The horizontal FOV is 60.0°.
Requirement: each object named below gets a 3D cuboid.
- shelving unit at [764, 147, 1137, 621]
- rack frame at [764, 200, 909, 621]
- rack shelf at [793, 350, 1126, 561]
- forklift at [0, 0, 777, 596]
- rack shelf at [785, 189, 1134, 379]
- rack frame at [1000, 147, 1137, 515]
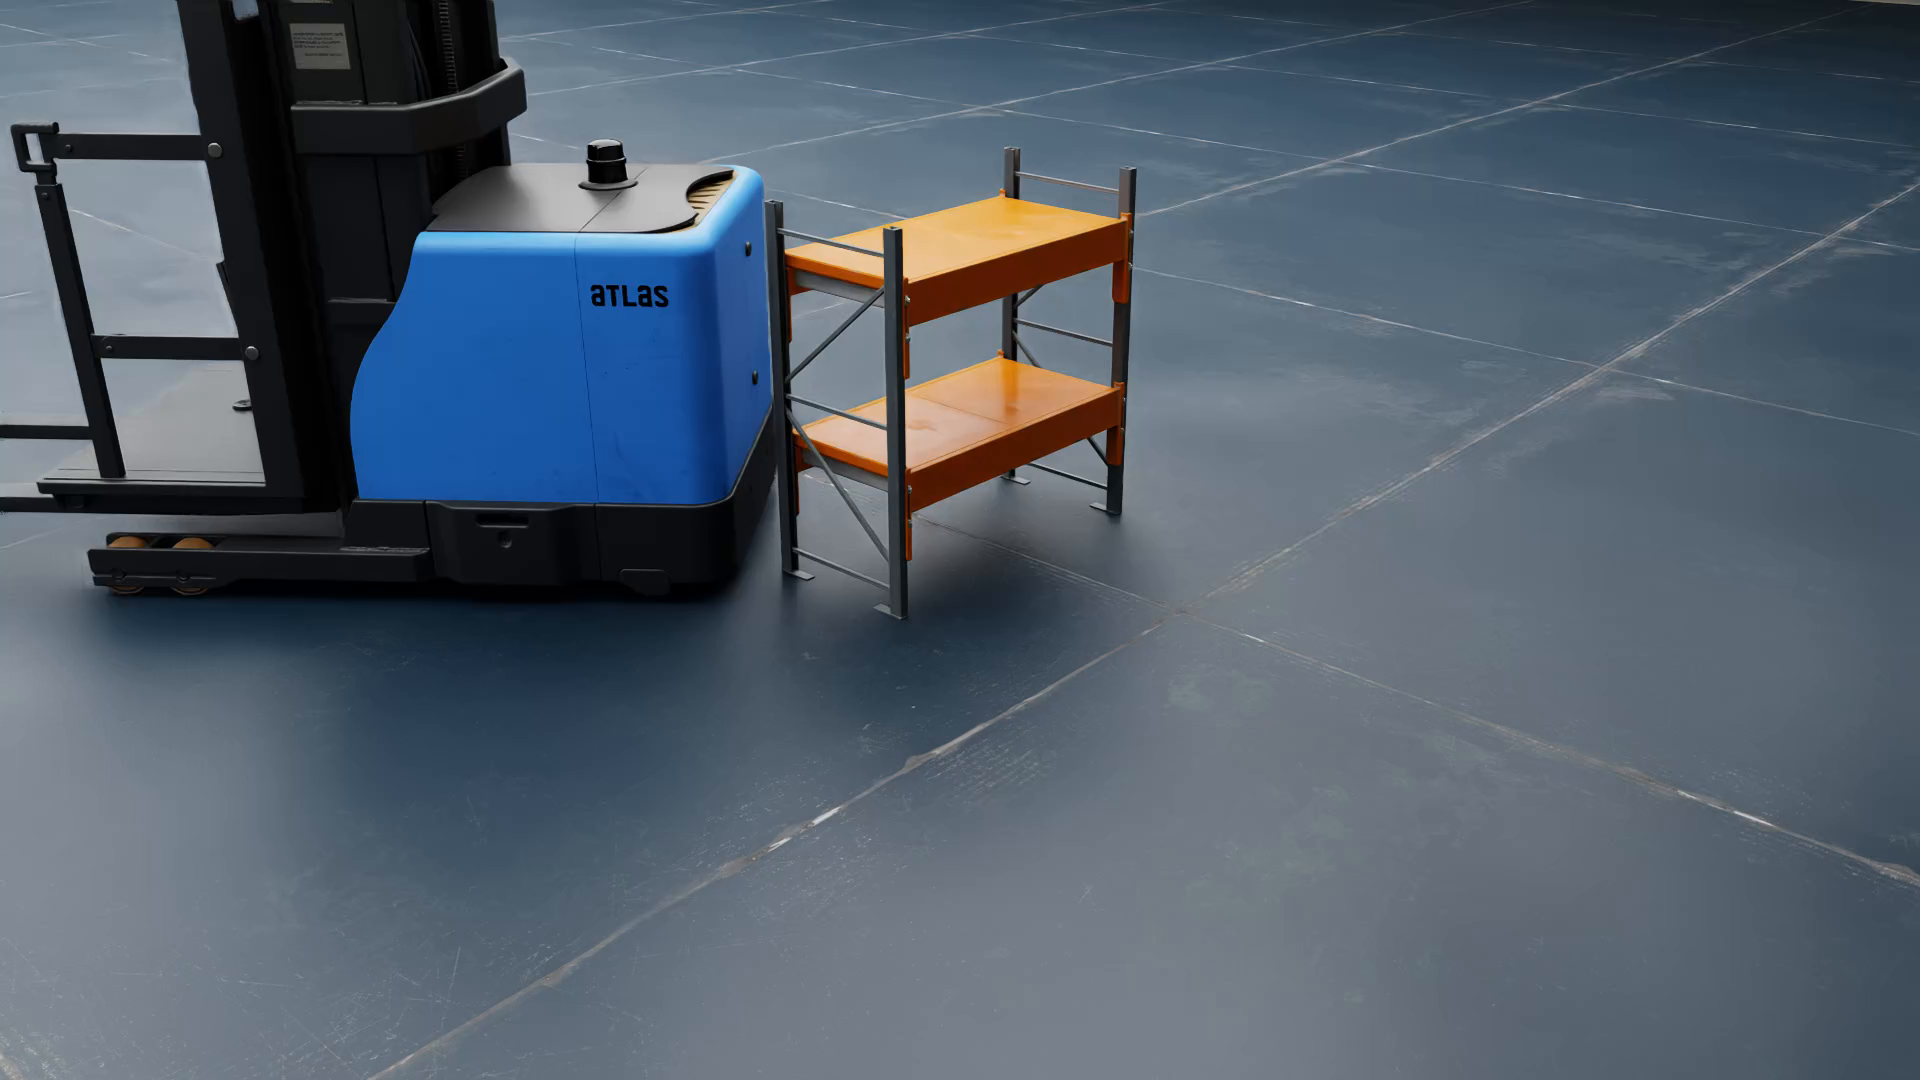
[{"bbox_3d":[-0.005,-0.511,5.015,0.538,1.125,1.048,20,31,38],"label":"shelving unit"},{"bbox_3d":[-0.344,-0.356,4.670,0.500,1.125,0.032,20,31,38],"label":"rack frame"},{"bbox_3d":[-0.005,-0.288,5.115,0.538,0.278,1.000,20,31,38],"label":"rack shelf"},{"bbox_3d":[-2.144,-1.388,4.764,3.031,2.935,1.130,1,24,3],"label":"forklift"},{"bbox_3d":[-0.005,-0.778,4.896,0.538,0.278,1.000,20,31,38],"label":"rack shelf"},{"bbox_3d":[0.335,-0.666,5.361,0.500,1.125,0.032,20,31,38],"label":"rack frame"}]
